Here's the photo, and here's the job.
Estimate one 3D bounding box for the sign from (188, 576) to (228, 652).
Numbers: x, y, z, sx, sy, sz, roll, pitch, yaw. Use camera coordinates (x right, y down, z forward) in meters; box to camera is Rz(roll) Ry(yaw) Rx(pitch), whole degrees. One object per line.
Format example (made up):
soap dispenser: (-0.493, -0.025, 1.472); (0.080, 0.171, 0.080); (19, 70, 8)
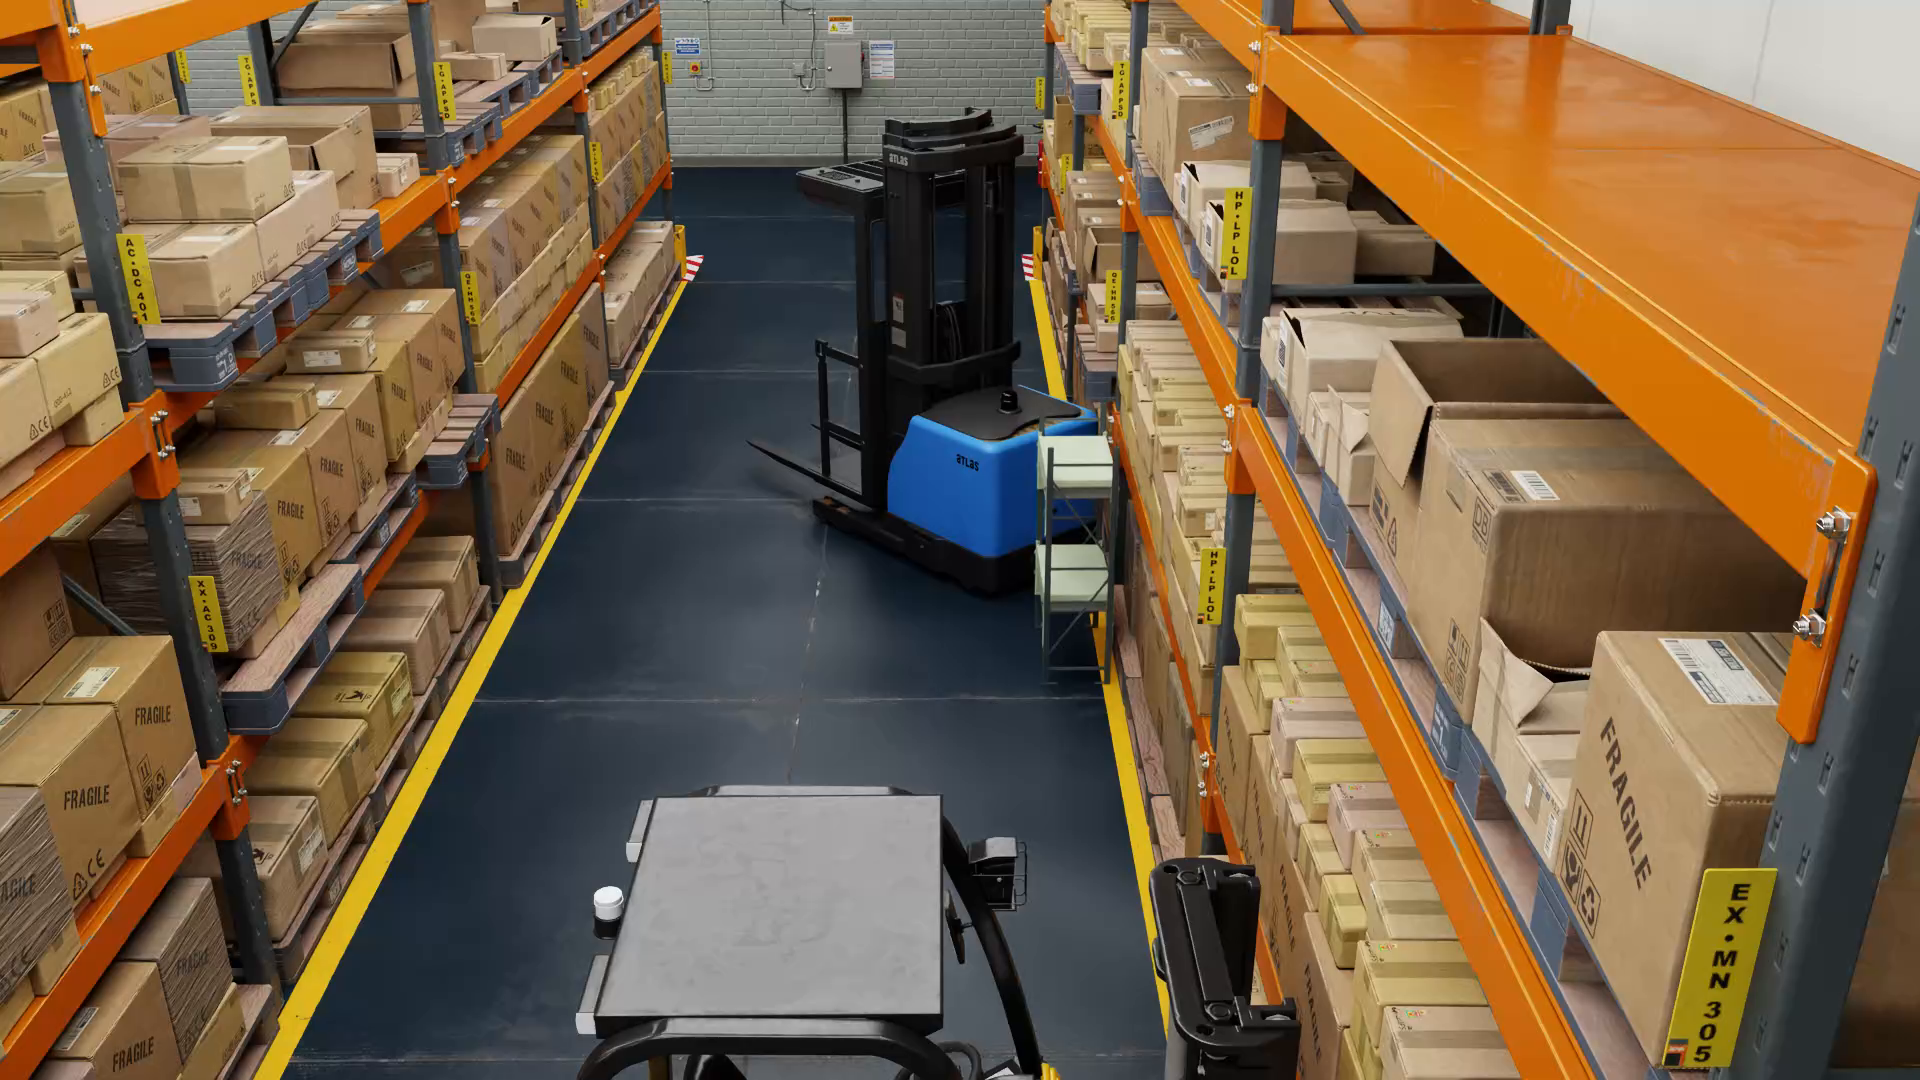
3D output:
sign: (-2.906, 0.288, 6.423); (0.100, 0.325, 0.005); (0, 24, -1)

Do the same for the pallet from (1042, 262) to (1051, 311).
pallet: (1.394, -2.650, 17.354); (1.003, 0.211, 1.213); (0, 24, -1)

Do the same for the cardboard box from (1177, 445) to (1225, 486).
cardboard box: (1.245, -0.343, 7.960); (0.380, 0.149, 0.250); (0, 24, 0)

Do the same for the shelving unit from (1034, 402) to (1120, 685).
shelving unit: (0.681, 0.019, 9.888); (0.431, 1.500, 0.755); (0, 24, -1)

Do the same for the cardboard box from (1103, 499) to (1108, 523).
cardboard box: (1.256, -0.416, 11.554); (0.500, 0.500, 0.500); (-1, 24, -1)

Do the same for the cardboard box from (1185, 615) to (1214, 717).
cardboard box: (1.248, 0.526, 7.129); (0.500, 0.250, 0.500); (0, 24, 1)

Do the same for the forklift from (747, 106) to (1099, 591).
forklift: (-0.411, -1.529, 11.574); (1.130, 2.935, 3.031); (-20, 31, -37)

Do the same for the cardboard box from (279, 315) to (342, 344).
cardboard box: (-3.706, -0.932, 9.178); (0.500, 0.500, 0.500); (1, 24, 2)

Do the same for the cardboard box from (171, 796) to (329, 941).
cardboard box: (-3.457, 1.478, 7.522); (0.950, 0.372, 0.625); (0, 24, 0)

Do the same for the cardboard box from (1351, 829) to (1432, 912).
cardboard box: (1.335, 0.953, 4.733); (0.380, 0.149, 0.250); (0, 24, 0)

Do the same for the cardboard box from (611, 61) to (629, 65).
cardboard box: (-3.368, -4.484, 15.903); (0.380, 0.149, 0.250); (0, 24, -1)

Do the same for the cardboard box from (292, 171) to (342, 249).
cardboard box: (-3.088, -1.461, 7.372); (0.500, 0.250, 0.500); (-1, 24, -1)

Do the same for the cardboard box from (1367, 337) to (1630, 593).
cardboard box: (1.430, -0.183, 4.119); (0.797, 0.503, 0.637); (1, 24, 1)

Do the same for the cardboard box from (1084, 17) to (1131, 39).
cardboard box: (1.075, -3.601, 11.746); (0.380, 0.149, 0.250); (0, 24, 0)

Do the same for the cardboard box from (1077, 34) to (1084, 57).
cardboard box: (1.046, -3.576, 12.050); (0.380, 0.149, 0.250); (-1, 24, -1)

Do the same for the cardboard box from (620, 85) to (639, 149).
cardboard box: (-3.296, -3.934, 15.474); (0.500, 0.500, 0.500); (0, 24, -1)

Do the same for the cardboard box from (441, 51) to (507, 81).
cardboard box: (-3.365, -3.282, 11.500); (0.380, 0.166, 0.250); (2, 24, 4)

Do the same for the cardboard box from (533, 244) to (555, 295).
cardboard box: (-3.241, -1.957, 12.013); (0.500, 0.250, 0.500); (0, 24, 0)

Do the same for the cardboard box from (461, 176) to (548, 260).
cardboard box: (-3.261, -2.291, 11.842); (0.500, 0.500, 0.500); (0, 24, 0)

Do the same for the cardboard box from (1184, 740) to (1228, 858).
cardboard box: (1.498, 1.340, 7.520); (0.875, 0.625, 0.625); (1, 24, 2)

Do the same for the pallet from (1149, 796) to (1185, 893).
pallet: (1.468, 1.631, 7.887); (1.003, 0.211, 1.213); (0, 24, -1)

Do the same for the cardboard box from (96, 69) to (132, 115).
cardboard box: (-8.254, -4.219, 15.743); (0.500, 0.500, 0.500); (1, 24, 2)

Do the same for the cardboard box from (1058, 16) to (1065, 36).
cardboard box: (1.082, -4.666, 15.091); (0.380, 0.149, 0.250); (0, 24, 1)

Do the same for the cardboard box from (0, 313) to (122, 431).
cardboard box: (-3.175, -0.565, 5.539); (0.500, 0.250, 0.500); (0, 24, -1)

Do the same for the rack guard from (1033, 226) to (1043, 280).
rack guard: (1.384, -3.110, 18.021); (1.175, 0.500, 0.348); (0, 24, -1)

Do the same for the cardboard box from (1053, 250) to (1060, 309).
cardboard box: (1.172, -2.510, 16.183); (0.500, 0.500, 0.500); (0, 24, 0)

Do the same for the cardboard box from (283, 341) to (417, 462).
cardboard box: (-3.186, -0.726, 8.723); (0.500, 0.500, 0.500); (-2, 24, -4)

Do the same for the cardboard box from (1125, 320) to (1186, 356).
cardboard box: (1.180, -1.193, 9.838); (0.380, 0.149, 0.250); (0, 24, 1)

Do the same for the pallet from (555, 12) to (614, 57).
pallet: (-3.534, -4.272, 14.023); (1.003, 0.211, 1.213); (0, 24, -1)

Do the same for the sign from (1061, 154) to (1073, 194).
sign: (0.885, -3.021, 13.740); (0.100, 0.325, 0.005); (0, 24, -1)

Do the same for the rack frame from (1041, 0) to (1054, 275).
rack frame: (1.384, -4.281, 17.575); (1.000, 3.000, 0.127); (0, 24, -1)

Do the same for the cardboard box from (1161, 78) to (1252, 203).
cardboard box: (1.246, -1.914, 7.950); (0.500, 0.500, 0.500); (0, 24, 1)

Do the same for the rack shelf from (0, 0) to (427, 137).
rack shelf: (-3.471, -2.360, 7.406); (1.077, 0.370, 4.000); (0, 24, -1)

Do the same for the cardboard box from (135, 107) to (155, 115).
cardboard box: (-8.266, -3.978, 16.423); (0.500, 0.500, 0.500); (-1, 24, -1)

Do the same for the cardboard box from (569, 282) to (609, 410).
cardboard box: (-3.449, -1.577, 13.665); (0.875, 0.875, 0.875); (0, 24, 1)

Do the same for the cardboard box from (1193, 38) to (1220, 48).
cardboard box: (1.723, -3.173, 10.822); (0.380, 0.149, 0.250); (0, 24, -1)

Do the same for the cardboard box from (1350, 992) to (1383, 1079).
cardboard box: (1.236, 1.301, 4.325); (0.380, 0.149, 0.250); (0, 24, 0)

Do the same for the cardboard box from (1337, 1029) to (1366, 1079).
cardboard box: (1.288, 1.640, 4.362); (0.500, 0.500, 0.500); (-1, 24, -2)

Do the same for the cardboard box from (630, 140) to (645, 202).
cardboard box: (-3.285, -3.473, 15.668); (0.500, 0.500, 0.500); (0, 24, 1)

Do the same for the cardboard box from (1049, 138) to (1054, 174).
cardboard box: (1.134, -3.743, 16.207); (0.500, 0.250, 0.500); (-1, 24, -2)

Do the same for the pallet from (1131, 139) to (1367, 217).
pallet: (1.568, -1.986, 9.089); (1.213, 0.211, 1.003); (1, 24, 2)

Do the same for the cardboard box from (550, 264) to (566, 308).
cardboard box: (-3.288, -1.939, 12.578); (0.500, 0.250, 0.500); (-1, 24, -2)

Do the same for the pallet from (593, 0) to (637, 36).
pallet: (-3.545, -4.774, 15.132); (1.003, 0.211, 1.213); (0, 24, -1)

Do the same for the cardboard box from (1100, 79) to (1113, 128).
cardboard box: (1.211, -2.906, 11.078); (0.500, 0.250, 0.500); (0, 24, -1)

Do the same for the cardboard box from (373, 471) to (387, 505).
cardboard box: (-3.157, -0.265, 8.491); (0.380, 0.149, 0.250); (-1, 24, -2)

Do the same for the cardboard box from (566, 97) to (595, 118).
cardboard box: (-3.299, -3.642, 14.041); (0.380, 0.149, 0.250); (0, 24, 0)

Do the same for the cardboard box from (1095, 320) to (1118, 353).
cardboard box: (1.080, -1.330, 10.846); (0.380, 0.149, 0.250); (0, 24, 0)

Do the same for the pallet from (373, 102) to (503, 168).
pallet: (-3.552, -2.506, 10.240); (1.213, 0.211, 1.003); (1, 24, 2)

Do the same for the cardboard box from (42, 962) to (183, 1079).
cardboard box: (-3.167, 1.860, 5.915); (0.500, 0.500, 0.500); (0, 24, 0)

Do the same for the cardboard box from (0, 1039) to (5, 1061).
cardboard box: (-3.114, 1.564, 4.958); (0.380, 0.149, 0.250); (0, 24, 0)

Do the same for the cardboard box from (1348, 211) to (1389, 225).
cardboard box: (1.579, -1.279, 6.971); (0.380, 0.149, 0.250); (0, 24, -1)

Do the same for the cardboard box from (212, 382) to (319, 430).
cardboard box: (-3.215, -0.623, 7.708); (0.380, 0.149, 0.250); (1, 24, 2)

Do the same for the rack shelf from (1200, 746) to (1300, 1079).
rack shelf: (1.536, 1.816, 4.968); (1.077, 0.370, 4.000); (0, 24, -1)

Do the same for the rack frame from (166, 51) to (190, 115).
rack frame: (-8.528, -4.193, 17.381); (1.000, 3.000, 0.127); (0, 24, -1)
